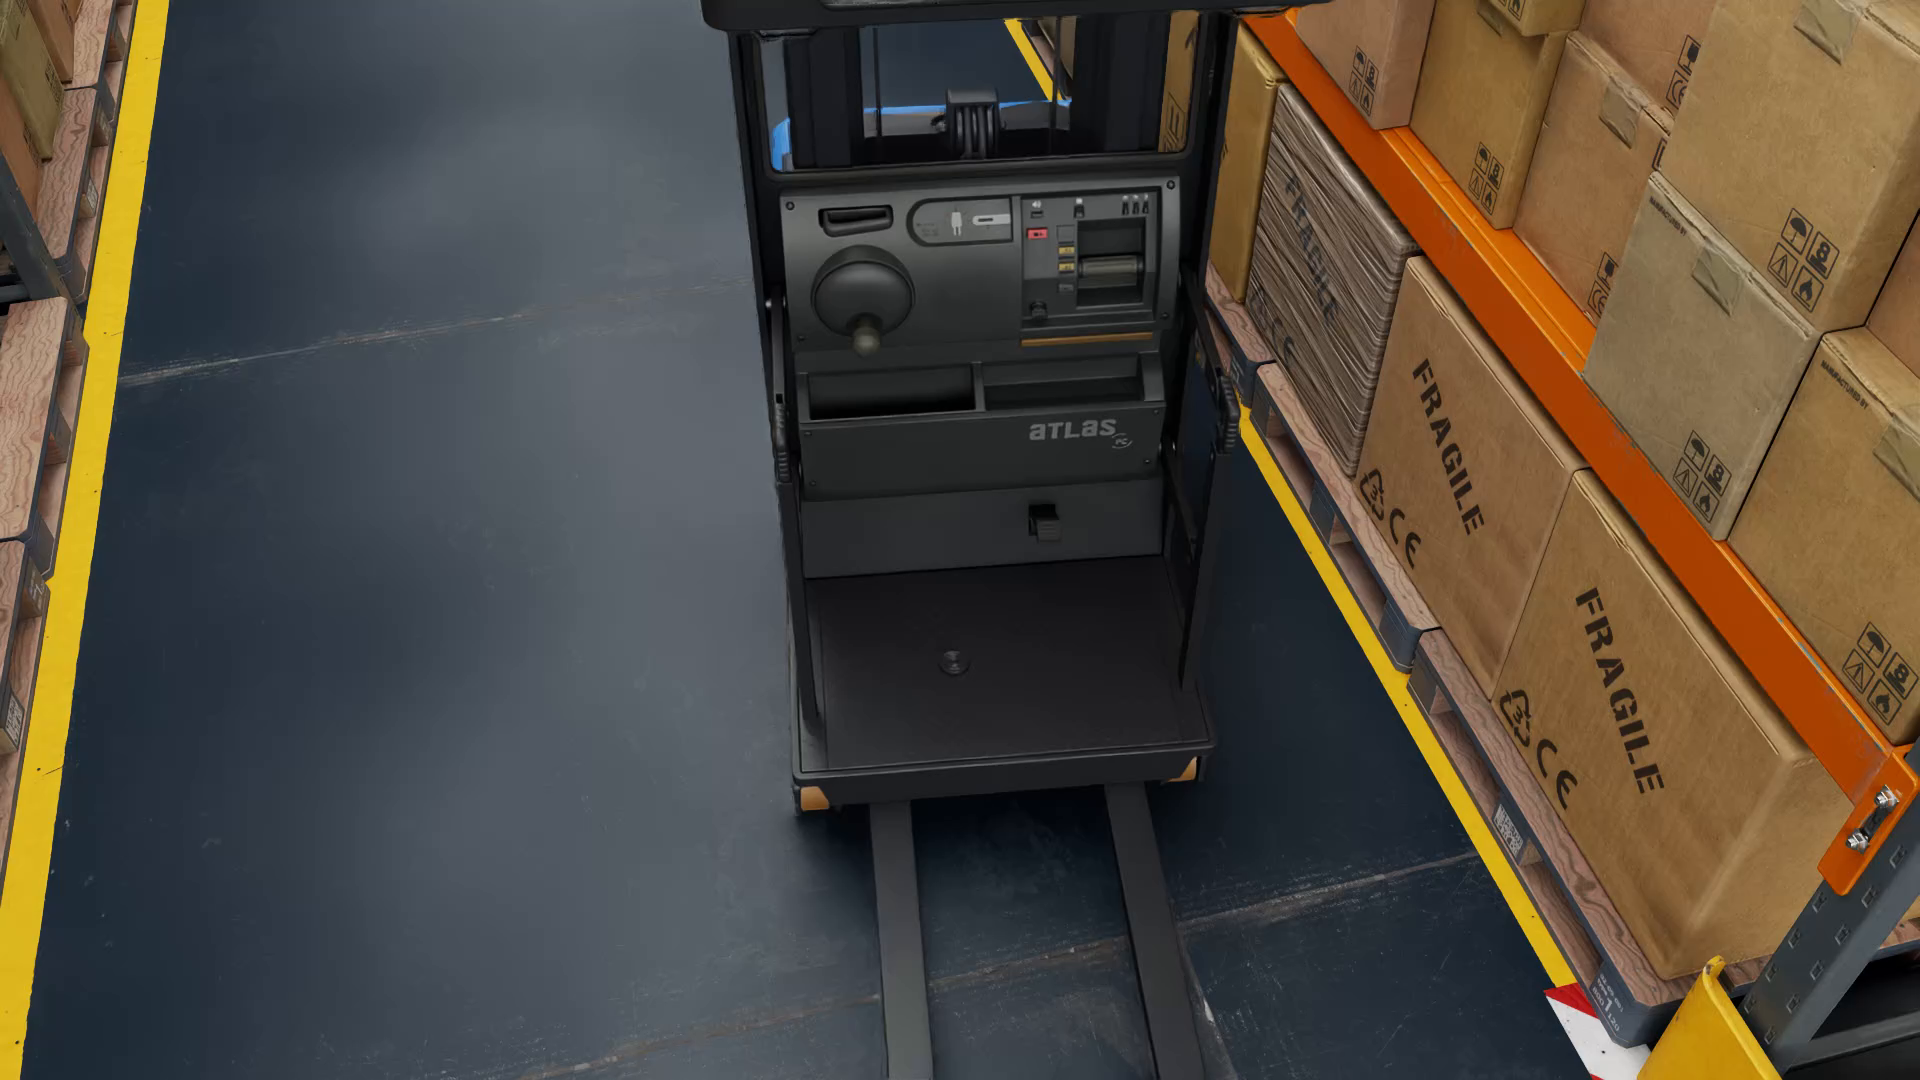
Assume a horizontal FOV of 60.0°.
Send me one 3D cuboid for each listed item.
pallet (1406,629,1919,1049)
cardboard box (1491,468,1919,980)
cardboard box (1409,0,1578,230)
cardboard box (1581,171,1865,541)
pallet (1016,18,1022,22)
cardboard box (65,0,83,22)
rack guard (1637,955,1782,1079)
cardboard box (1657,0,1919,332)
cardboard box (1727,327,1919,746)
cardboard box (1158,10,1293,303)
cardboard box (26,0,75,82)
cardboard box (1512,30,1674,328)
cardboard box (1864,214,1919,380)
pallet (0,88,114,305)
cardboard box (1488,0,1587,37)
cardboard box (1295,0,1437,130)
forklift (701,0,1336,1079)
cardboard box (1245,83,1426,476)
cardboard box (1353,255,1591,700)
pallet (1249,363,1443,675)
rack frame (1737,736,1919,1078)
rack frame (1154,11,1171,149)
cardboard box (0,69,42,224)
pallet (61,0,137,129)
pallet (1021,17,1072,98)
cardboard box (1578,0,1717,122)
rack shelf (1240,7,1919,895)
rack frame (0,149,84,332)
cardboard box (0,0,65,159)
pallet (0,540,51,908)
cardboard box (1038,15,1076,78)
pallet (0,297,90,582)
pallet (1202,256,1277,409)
[{"bbox_3d":[1.924,0.660,4.455,1.003,0.211,1.213,-11,47,-10],"label":"pallet"},{"bbox_3d":[1.966,0.363,3.988,0.875,0.875,0.875,-10,47,-10],"label":"cardboard box"},{"bbox_3d":[1.706,-1.222,4.242,0.875,0.550,0.500,-11,47,-10],"label":"cardboard box"},{"bbox_3d":[1.903,-0.454,3.490,0.875,0.550,0.550,-11,47,-10],"label":"cardboard box"},{"bbox_3d":[0.594,-2.926,7.970,1.003,0.211,1.213,-11,47,-10],"label":"pallet"},{"bbox_3d":[-4.168,-2.514,7.055,0.700,0.500,0.500,-7,46,-7],"label":"cardboard box"},{"bbox_3d":[2.210,1.114,3.809,1.175,0.500,0.348,-11,47,-10],"label":"rack guard"},{"bbox_3d":[1.916,-0.835,3.107,0.875,0.550,0.550,-11,47,-10],"label":"cardboard box"},{"bbox_3d":[2.065,-0.078,3.122,0.875,0.550,0.550,-11,47,-10],"label":"cardboard box"},{"bbox_3d":[1.273,-1.496,5.809,0.875,0.875,0.875,-10,46,-10],"label":"cardboard box"},{"bbox_3d":[-4.025,-2.128,6.678,0.700,0.500,0.500,-14,47,-14],"label":"cardboard box"},{"bbox_3d":[1.881,-0.864,3.891,0.875,0.550,0.550,-11,47,-10],"label":"cardboard box"},{"bbox_3d":[2.146,-0.472,2.751,0.875,0.550,0.550,-11,47,-10],"label":"cardboard box"},{"bbox_3d":[-3.841,-1.264,6.341,1.003,0.211,1.213,-11,47,-10],"label":"pallet"},{"bbox_3d":[1.643,-1.588,3.845,0.875,0.550,0.500,-11,47,-10],"label":"cardboard box"},{"bbox_3d":[1.473,-1.570,4.583,0.875,0.550,0.550,-11,47,-10],"label":"cardboard box"},{"bbox_3d":[0.075,-0.552,3.739,1.130,2.935,3.031,-4,46,-4],"label":"forklift"},{"bbox_3d":[1.508,-0.874,5.200,0.875,0.875,0.875,-10,46,-10],"label":"cardboard box"},{"bbox_3d":[1.739,-0.244,4.583,0.875,0.875,0.875,-11,47,-11],"label":"cardboard box"},{"bbox_3d":[1.615,-0.180,5.279,1.003,0.211,1.213,-11,47,-10],"label":"pallet"},{"bbox_3d":[2.201,0.223,2.932,0.949,2.616,0.053,-11,47,-10],"label":"rack frame"},{"bbox_3d":[1.180,-2.540,5.639,1.000,3.000,0.127,-11,47,-10],"label":"rack frame"},{"bbox_3d":[-3.777,-1.409,5.973,0.700,0.500,0.500,-14,47,-13],"label":"cardboard box"},{"bbox_3d":[-4.157,-2.108,7.168,1.003,0.211,1.213,-11,47,-10],"label":"pallet"},{"bbox_3d":[0.909,-2.083,7.143,1.003,0.211,1.213,-11,47,-10],"label":"pallet"},{"bbox_3d":[1.904,-1.246,3.510,0.875,0.550,0.550,-11,47,-10],"label":"cardboard box"},{"bbox_3d":[1.692,-0.907,4.542,1.077,0.370,4.000,-11,47,-10],"label":"rack shelf"},{"bbox_3d":[-3.641,-1.703,4.818,1.000,3.000,0.127,-11,47,-10],"label":"rack frame"},{"bbox_3d":[-3.881,-1.742,6.299,0.700,0.500,0.500,-11,47,-11],"label":"cardboard box"},{"bbox_3d":[-3.119,0.575,4.539,1.003,0.211,1.213,-11,47,-10],"label":"pallet"},{"bbox_3d":[0.934,-2.311,6.696,1.050,0.750,0.750,-11,47,-11],"label":"cardboard box"},{"bbox_3d":[-3.435,-0.269,5.366,1.003,0.211,1.213,-11,47,-10],"label":"pallet"},{"bbox_3d":[1.299,-1.024,6.106,1.003,0.211,1.213,-11,47,-10],"label":"pallet"}]
